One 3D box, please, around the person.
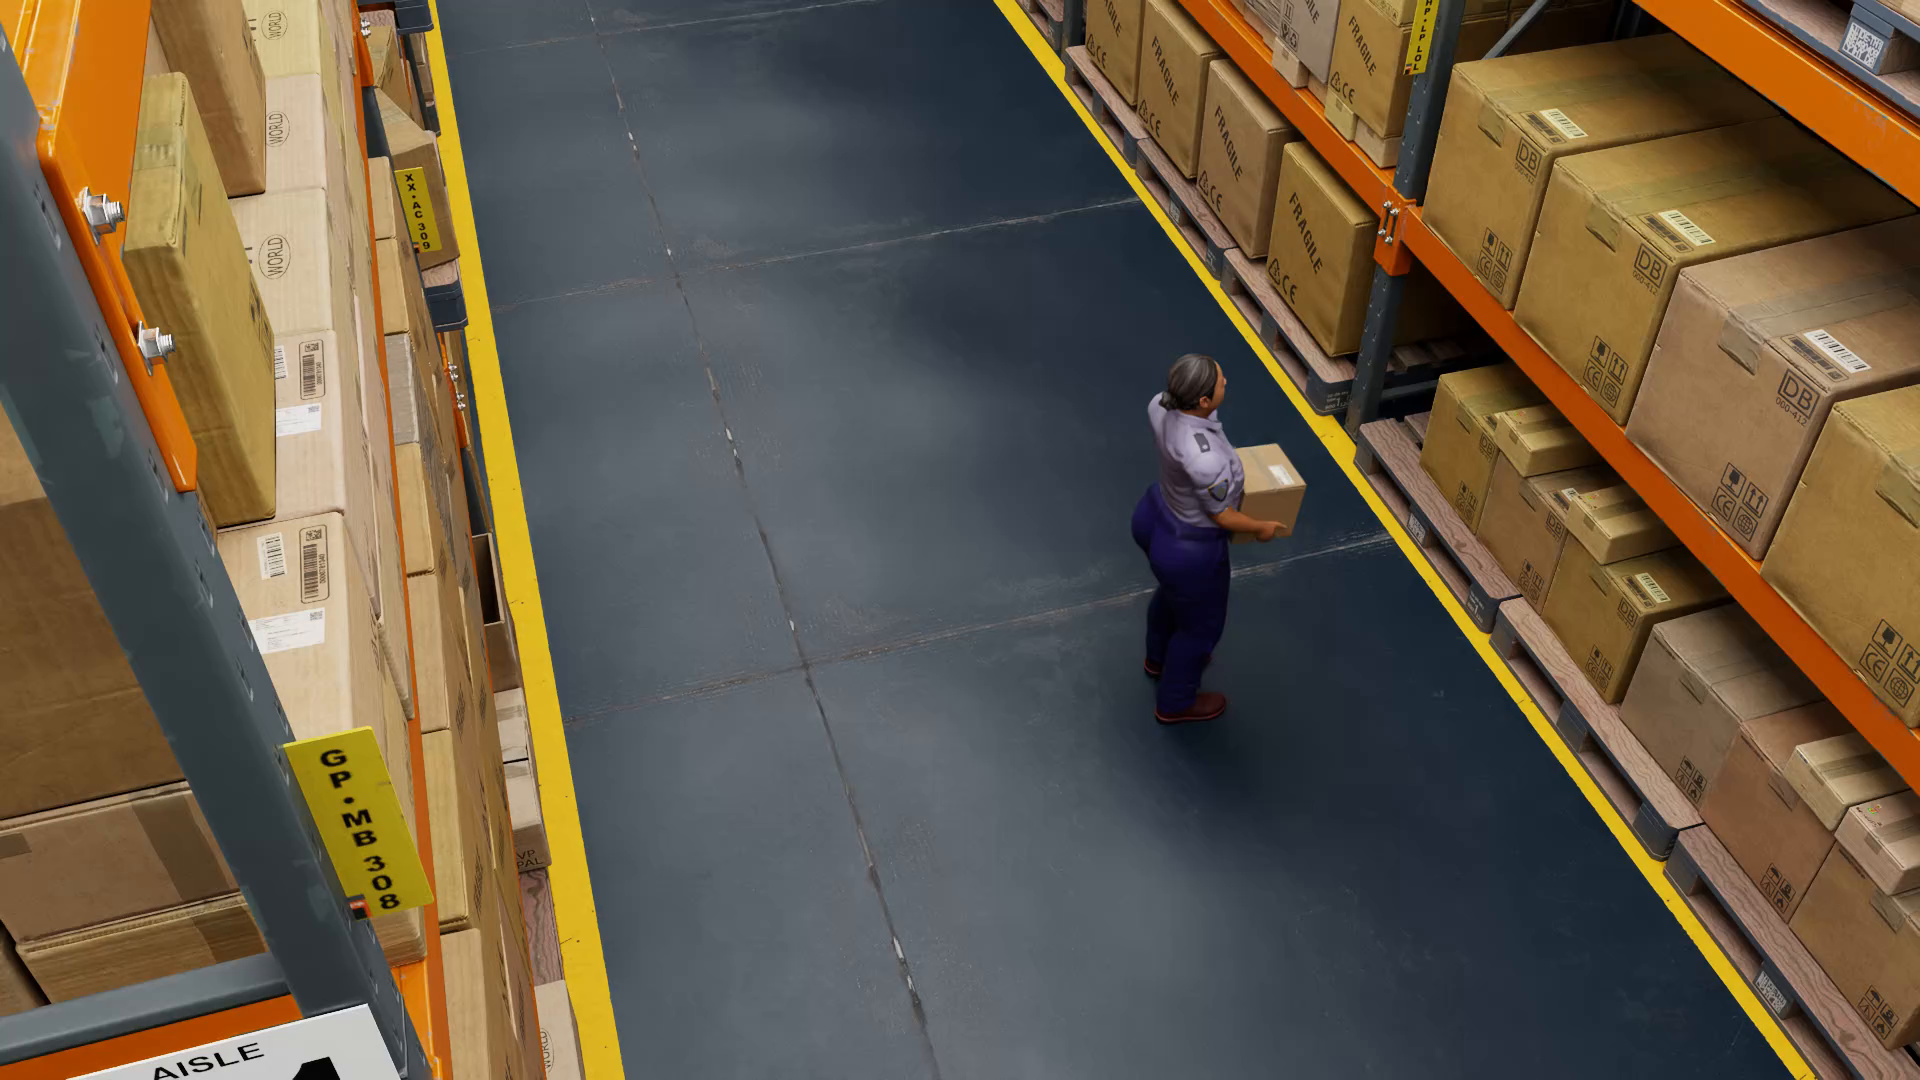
[{"bbox_3d":[0.913,-0.029,6.202,0.511,1.647,0.471,-12,44,-13],"label":"person"}]
